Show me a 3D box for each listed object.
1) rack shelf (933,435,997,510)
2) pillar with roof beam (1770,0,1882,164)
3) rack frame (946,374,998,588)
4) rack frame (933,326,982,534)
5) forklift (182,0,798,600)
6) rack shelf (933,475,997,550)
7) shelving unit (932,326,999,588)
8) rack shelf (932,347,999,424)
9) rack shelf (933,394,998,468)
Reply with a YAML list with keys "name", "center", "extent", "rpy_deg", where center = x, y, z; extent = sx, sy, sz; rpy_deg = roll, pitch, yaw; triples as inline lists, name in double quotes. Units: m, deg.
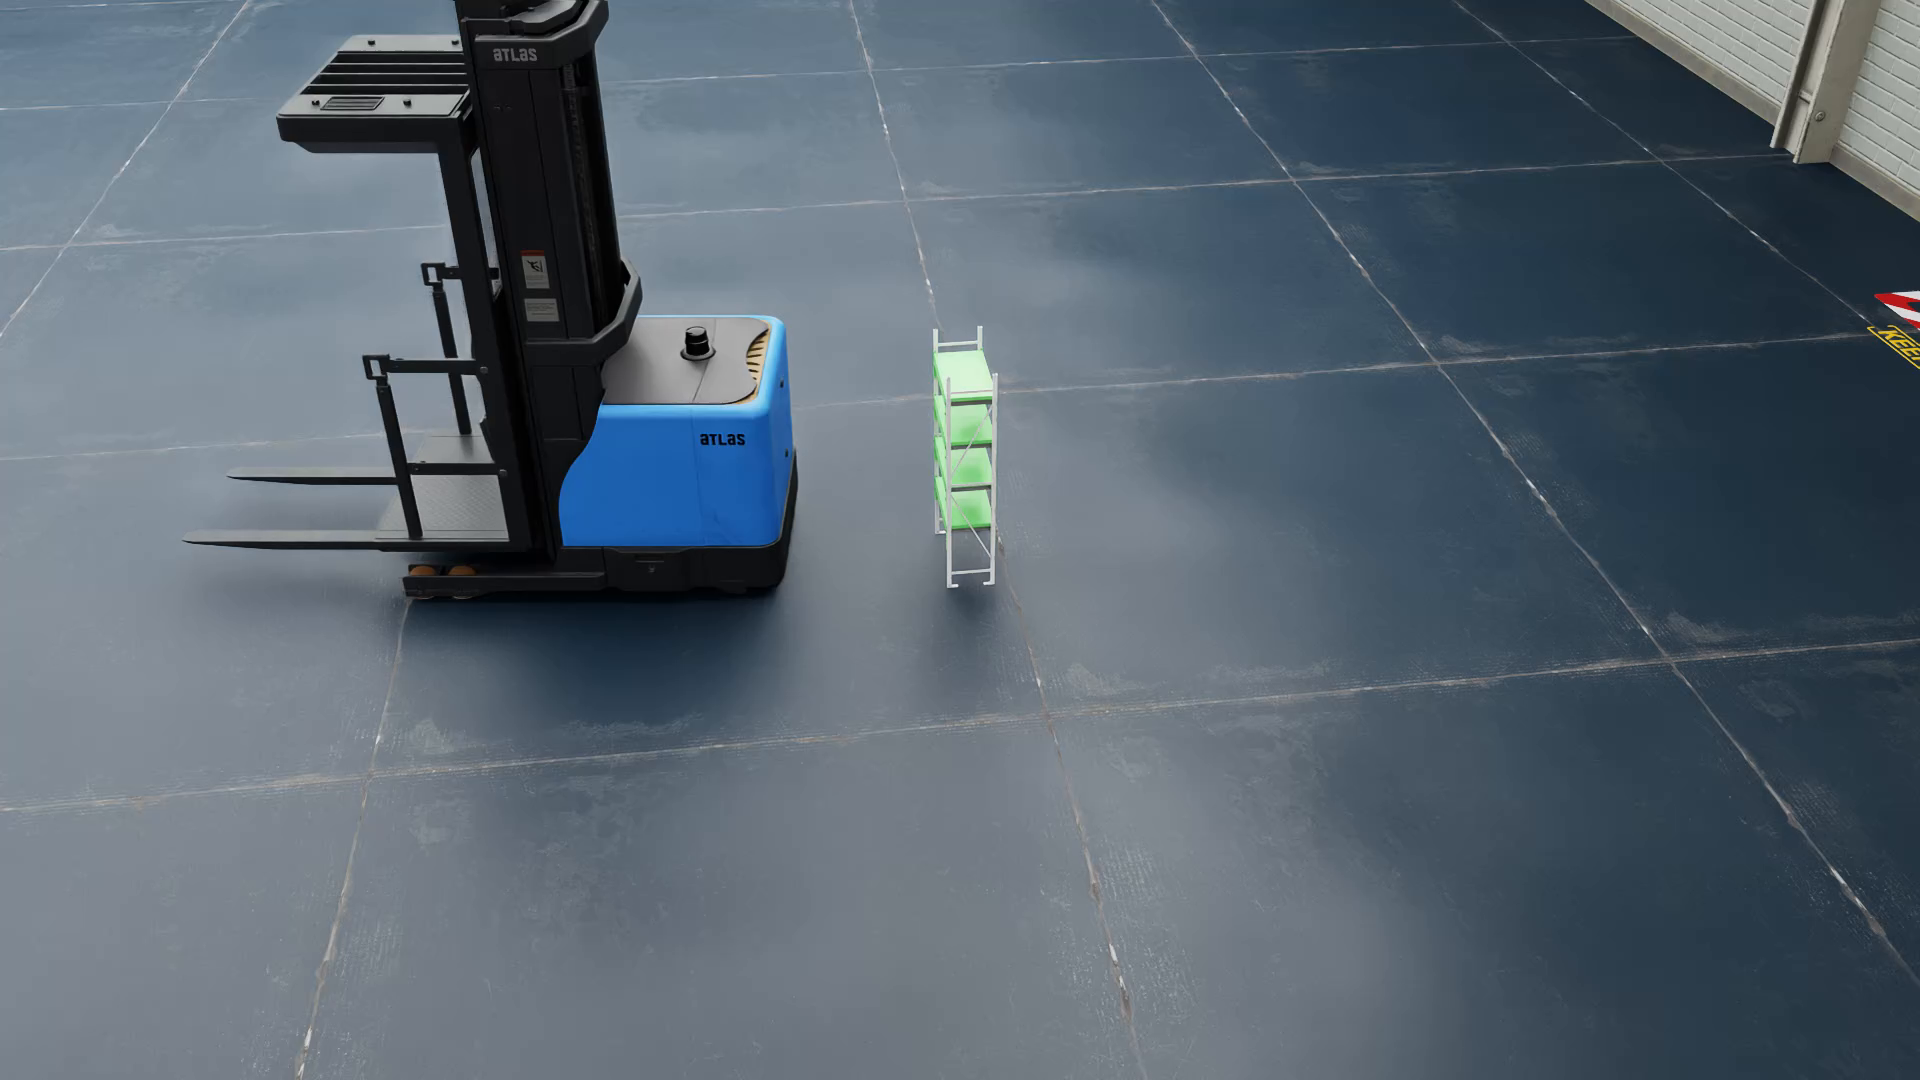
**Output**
- name: "rack shelf"
  center: [0.022, -0.351, 8.313]
  extent: [0.258, 0.148, 0.480]
  rpy_deg: [-4, 35, -6]
- name: "pillar with roof beam"
  center: [2.449, -6.480, 10.268]
  extent: [9.100, 9.000, 0.400]
  rpy_deg: [-4, 35, -6]
- name: "rack frame"
  center: [0.055, -0.267, 8.077]
  extent: [0.240, 1.200, 0.015]
  rpy_deg: [-4, 35, -6]
- name: "rack frame"
  center: [-0.011, -0.540, 8.476]
  extent: [0.240, 1.200, 0.015]
  rpy_deg: [-4, 35, -6]
- name: "forklift"
  center: [-2.397, -1.213, 7.927]
  extent: [3.031, 2.935, 1.130]
  rpy_deg: [0, 34, 0]
- name: "rack shelf"
  center: [0.022, -0.152, 8.448]
  extent: [0.258, 0.148, 0.480]
  rpy_deg: [-4, 35, -6]
- name: "shelving unit"
  center: [0.022, -0.403, 8.277]
  extent: [0.258, 1.200, 0.503]
  rpy_deg: [-4, 35, -6]
- name: "rack shelf"
  center: [0.022, -0.747, 8.042]
  extent: [0.258, 0.148, 0.480]
  rpy_deg: [-4, 35, -6]
- name: "rack shelf"
  center: [0.022, -0.549, 8.177]
  extent: [0.258, 0.148, 0.480]
  rpy_deg: [-4, 35, -6]
